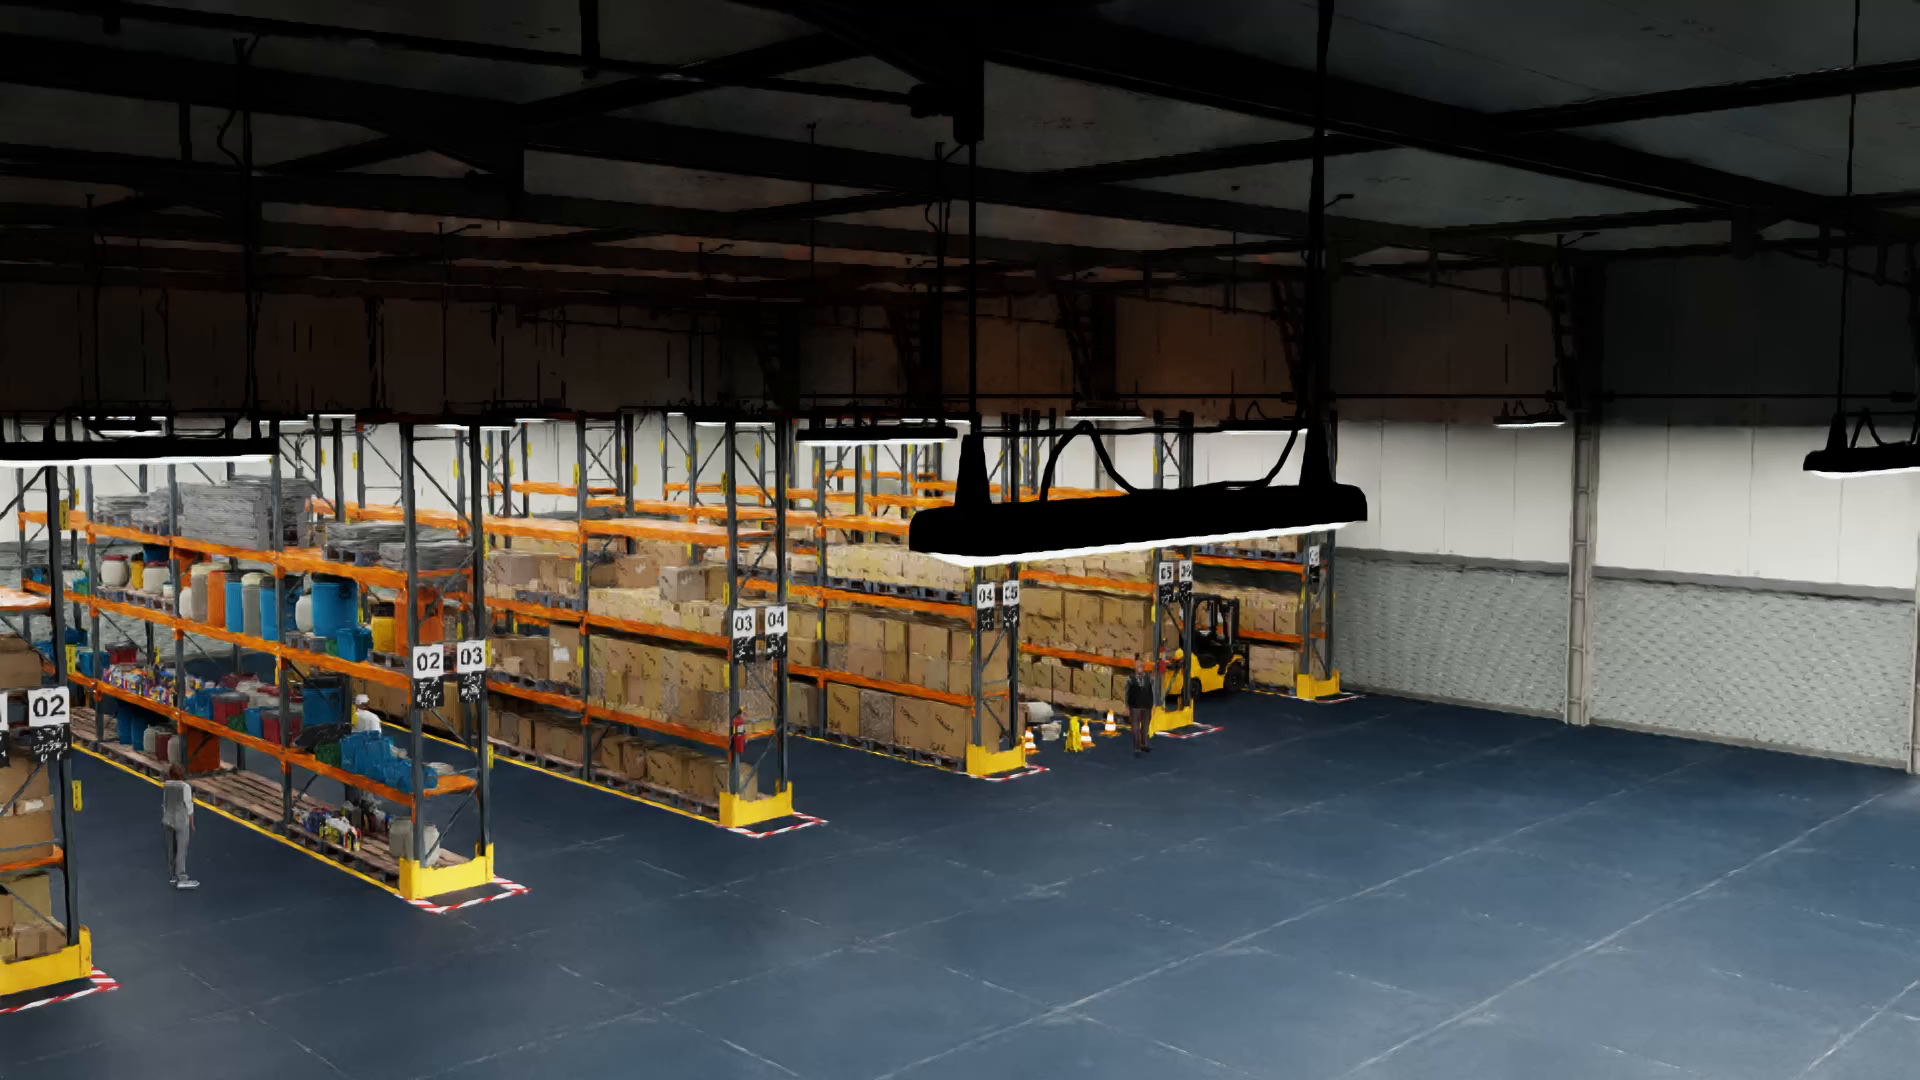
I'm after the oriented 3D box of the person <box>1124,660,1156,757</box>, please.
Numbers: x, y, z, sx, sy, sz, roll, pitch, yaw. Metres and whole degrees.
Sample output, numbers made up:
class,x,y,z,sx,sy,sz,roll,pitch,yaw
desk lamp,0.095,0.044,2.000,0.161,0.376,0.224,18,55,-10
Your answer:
class,x,y,z,sx,sy,sz,roll,pitch,yaw
person,3.169,2.986,29.317,0.560,1.618,0.568,-1,5,-6

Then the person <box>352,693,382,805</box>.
class,x,y,z,sx,sy,sz,roll,pitch,yaw
person,-9.110,3.230,25.557,0.609,1.763,0.457,2,5,19

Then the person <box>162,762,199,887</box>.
class,x,y,z,sx,sy,sz,roll,pitch,yaw
person,-10.059,3.656,21.450,0.505,1.603,0.417,1,5,16

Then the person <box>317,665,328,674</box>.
class,x,y,z,sx,sy,sz,roll,pitch,yaw
person,-11.398,2.947,29.795,0.991,1.590,0.491,5,7,44
